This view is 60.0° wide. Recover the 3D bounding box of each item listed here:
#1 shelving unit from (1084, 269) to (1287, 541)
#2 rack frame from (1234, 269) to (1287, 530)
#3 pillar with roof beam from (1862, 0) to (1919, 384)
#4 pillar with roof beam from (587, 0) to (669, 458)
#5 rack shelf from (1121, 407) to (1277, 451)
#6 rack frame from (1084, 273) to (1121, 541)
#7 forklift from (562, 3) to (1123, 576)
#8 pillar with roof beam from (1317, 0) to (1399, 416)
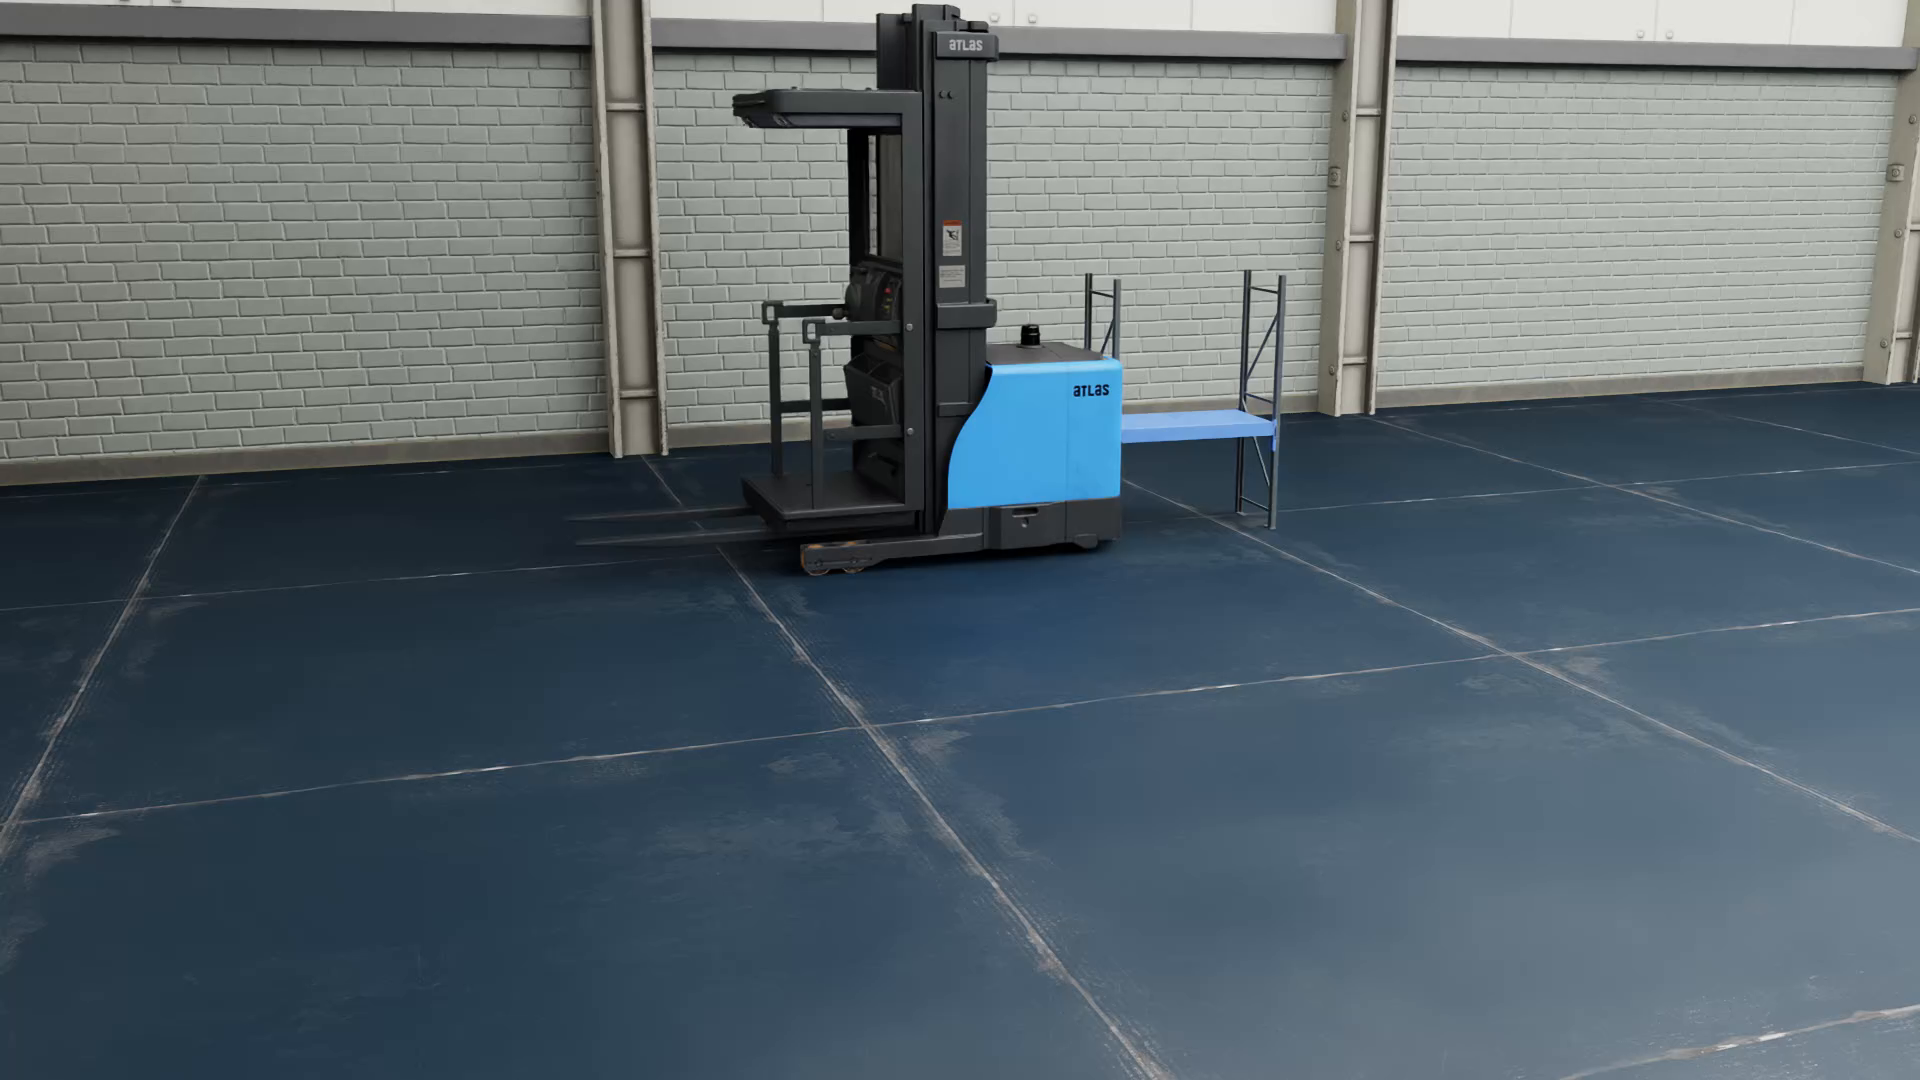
[{"bbox_3d":[1.306,-0.814,9.823,1.048,1.500,0.538,-4,14,-16],"label":"shelving unit"},{"bbox_3d":[1.795,-0.846,9.960,0.032,1.500,0.500,-4,14,-16],"label":"rack frame"},{"bbox_3d":[10.358,-4.968,11.081,0.400,9.000,9.100,-4,14,-18],"label":"pillar with roof beam"},{"bbox_3d":[-1.015,-4.082,7.358,0.400,9.000,9.100,-4,14,-18],"label":"pillar with roof beam"},{"bbox_3d":[1.306,-0.639,9.864,1.000,0.185,0.538,-4,14,-16],"label":"rack shelf"},{"bbox_3d":[0.818,-0.781,9.686,0.032,1.500,0.500,-4,14,-16],"label":"rack frame"},{"bbox_3d":[-0.658,-1.370,9.070,3.031,2.935,1.130,-4,14,-18],"label":"forklift"},{"bbox_3d":[4.671,-4.525,9.220,0.400,9.000,9.100,-4,14,-18],"label":"pillar with roof beam"}]
